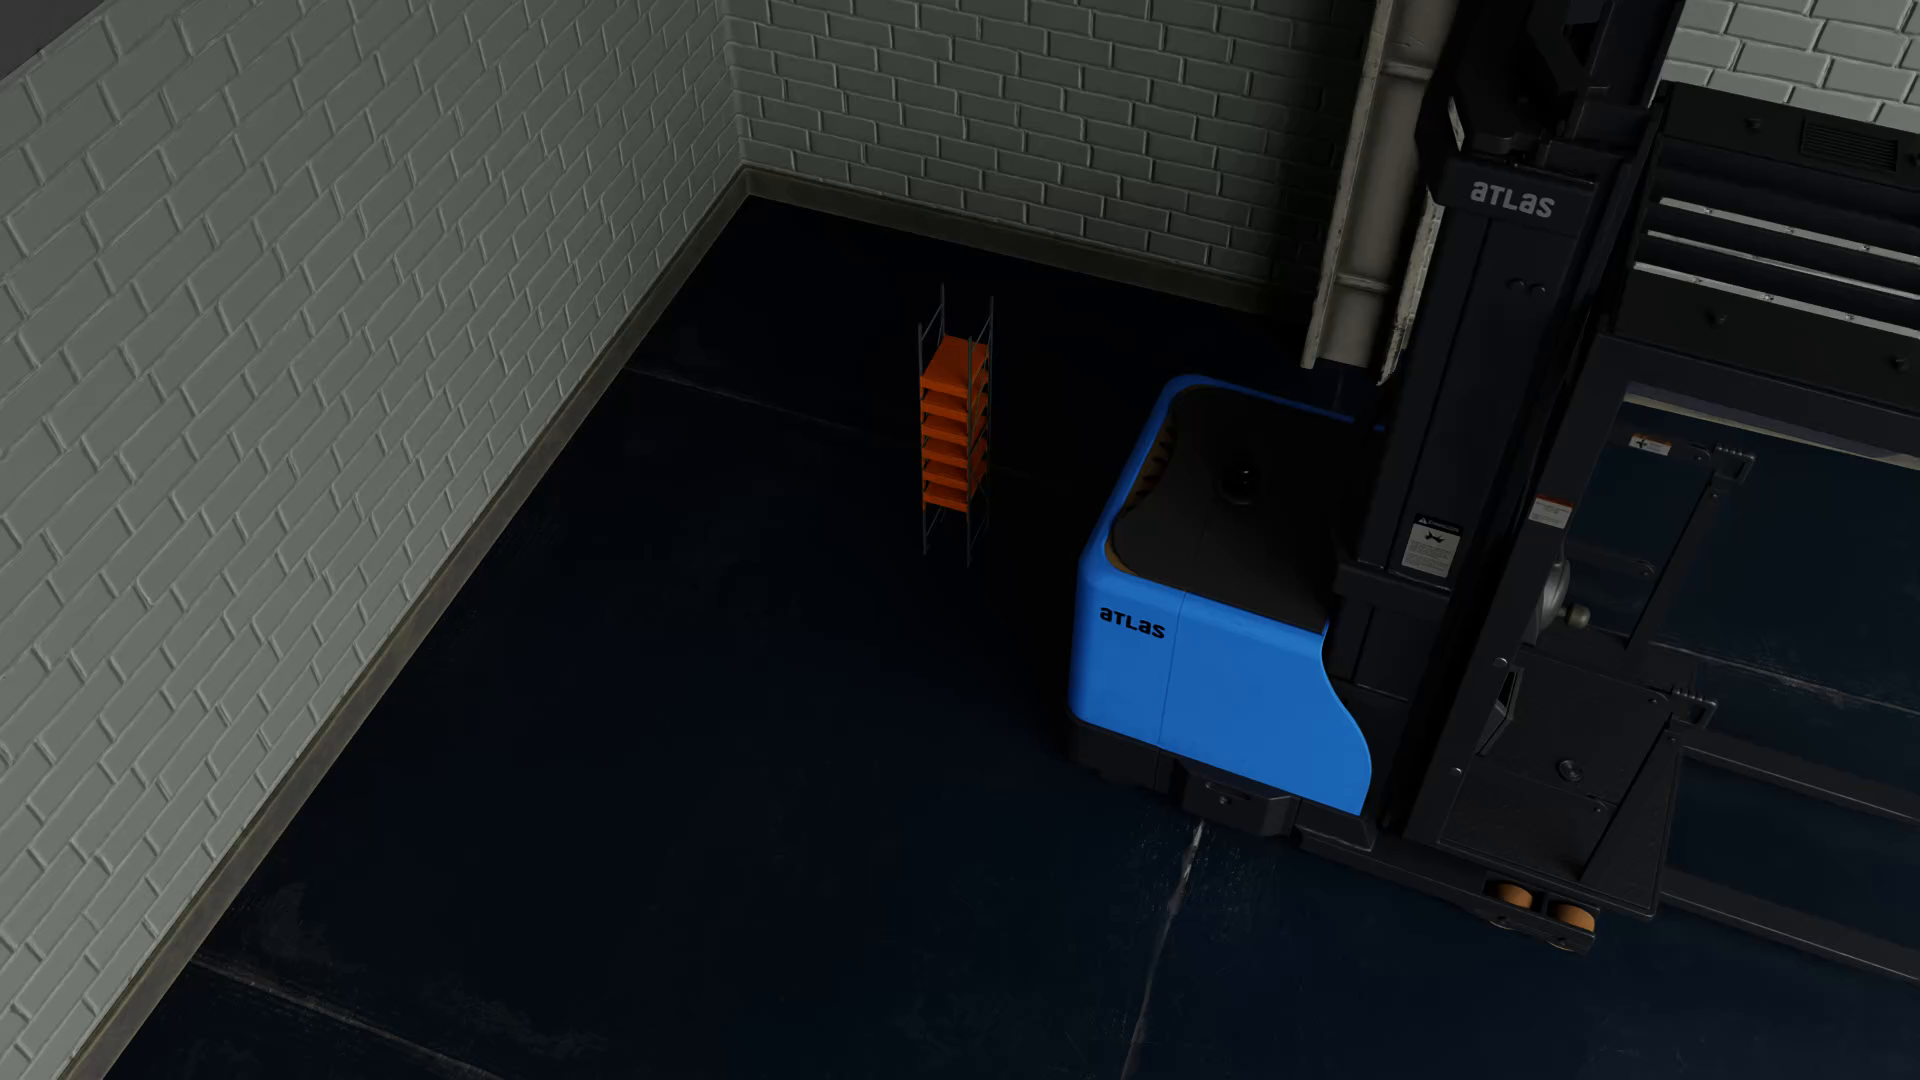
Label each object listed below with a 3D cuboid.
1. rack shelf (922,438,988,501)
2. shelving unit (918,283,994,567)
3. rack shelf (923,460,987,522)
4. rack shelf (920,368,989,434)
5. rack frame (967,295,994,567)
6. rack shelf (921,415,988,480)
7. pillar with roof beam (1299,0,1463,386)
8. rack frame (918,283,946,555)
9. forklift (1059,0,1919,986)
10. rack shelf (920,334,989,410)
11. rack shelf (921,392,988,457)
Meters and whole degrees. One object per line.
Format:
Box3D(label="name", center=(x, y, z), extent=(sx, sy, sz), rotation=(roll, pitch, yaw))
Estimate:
Box3D(label="rack shelf", center=(-0.014, -0.289, 6.291), extent=(0.180, 0.103, 0.258), rotation=(16, 51, 13))
Box3D(label="shelving unit", center=(-0.014, -0.397, 6.166), extent=(0.189, 1.200, 0.258), rotation=(16, 51, 13))
Box3D(label="rack shelf", center=(-0.014, -0.210, 6.381), extent=(0.180, 0.103, 0.258), rotation=(16, 51, 13))
Box3D(label="rack shelf", center=(-0.014, -0.525, 6.019), extent=(0.180, 0.103, 0.258), rotation=(16, 51, 13))
Box3D(label="rack frame", center=(0.072, -0.373, 6.146), extent=(0.006, 1.200, 0.240), rotation=(16, 51, 13))
Box3D(label="rack shelf", center=(-0.014, -0.368, 6.200), extent=(0.180, 0.103, 0.258), rotation=(16, 51, 13))
Box3D(label="pillar with roof beam", center=(0.230, -0.713, 1.279), extent=(0.400, 9.000, 9.100), rotation=(16, 51, 13))
Box3D(label="rack frame", center=(-0.099, -0.421, 6.187), extent=(0.006, 1.200, 0.240), rotation=(16, 51, 13))
Box3D(label="forklift", center=(1.919, -0.076, 4.743), extent=(3.031, 2.935, 1.130), rotation=(18, 51, 15))
Box3D(label="rack shelf", center=(-0.014, -0.603, 5.928), extent=(0.180, 0.103, 0.258), rotation=(16, 51, 13))
Box3D(label="rack shelf", center=(-0.014, -0.446, 6.109), extent=(0.180, 0.103, 0.258), rotation=(16, 51, 13))
